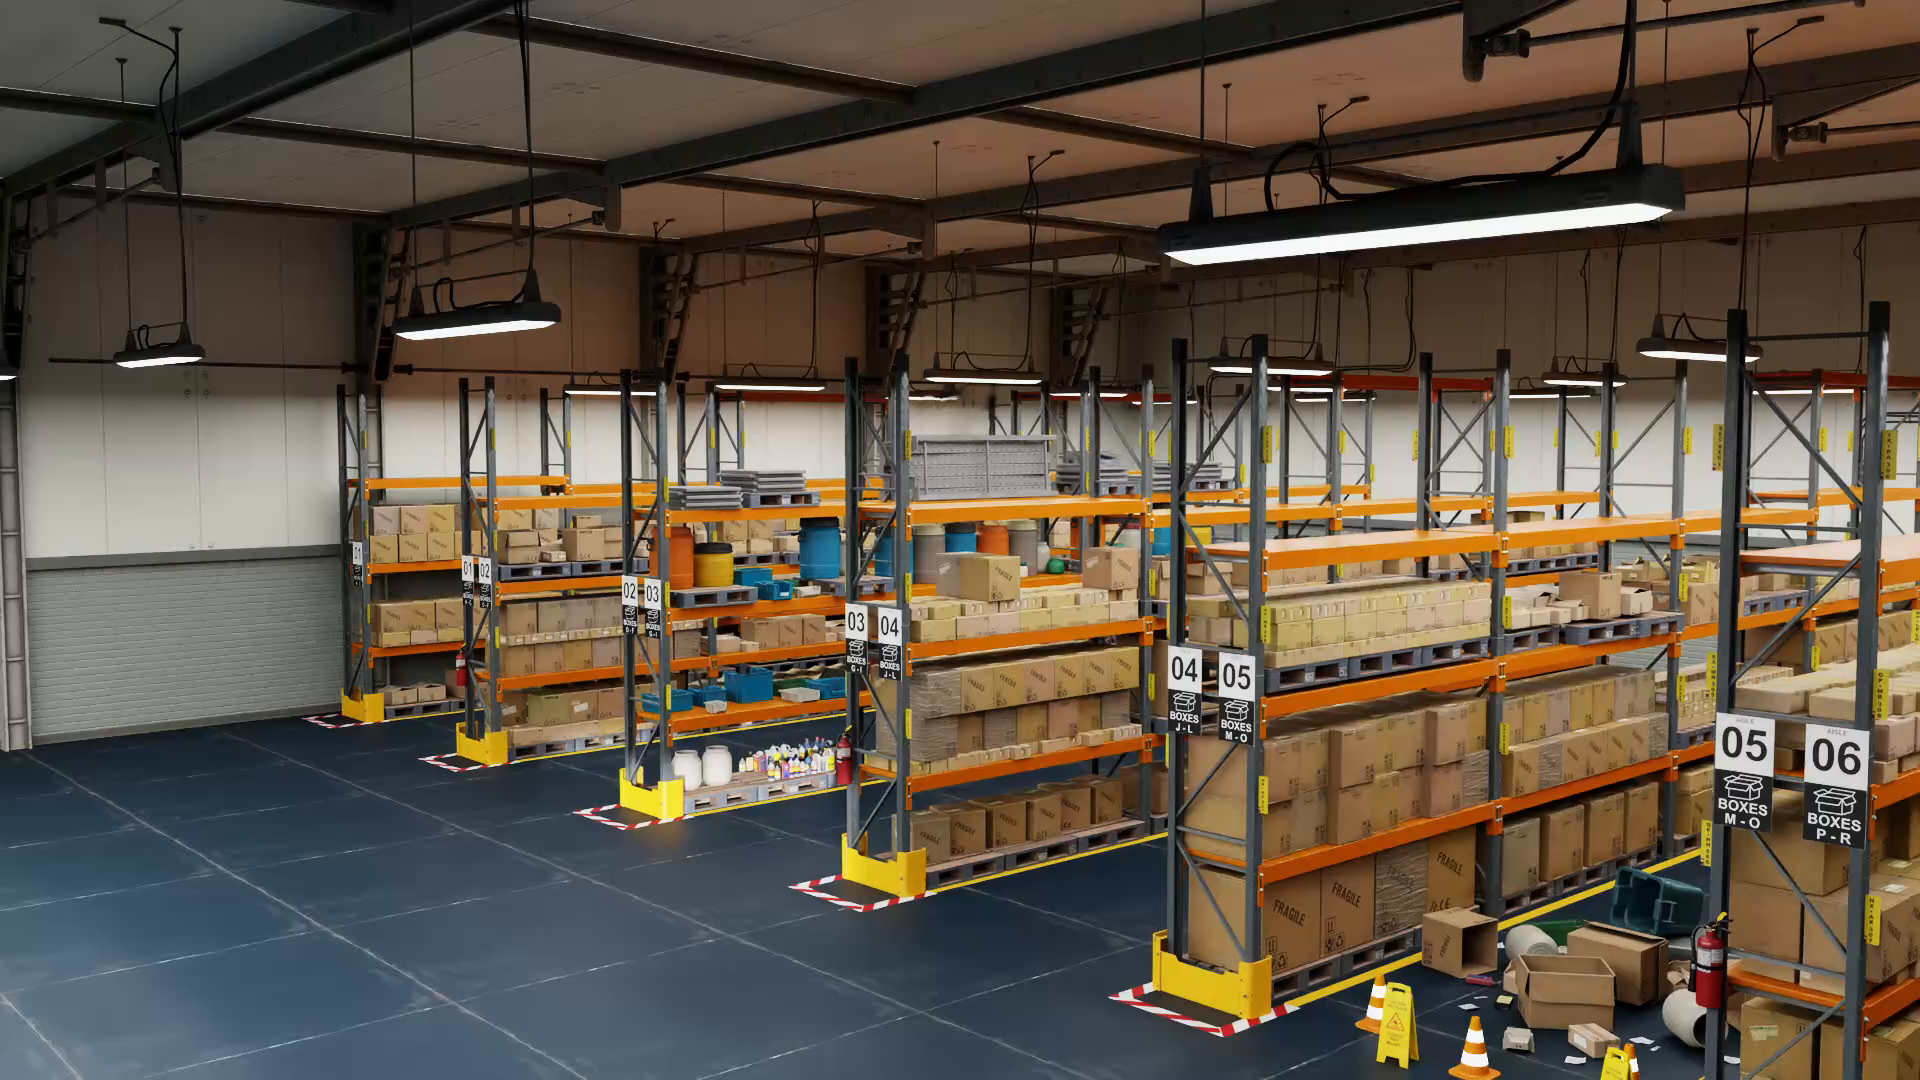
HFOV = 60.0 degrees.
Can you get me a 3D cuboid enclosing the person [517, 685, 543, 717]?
[{"bbox_3d":[-7.273,2.424,28.316,0.655,1.841,0.776,3,5,40],"label":"person"}]
